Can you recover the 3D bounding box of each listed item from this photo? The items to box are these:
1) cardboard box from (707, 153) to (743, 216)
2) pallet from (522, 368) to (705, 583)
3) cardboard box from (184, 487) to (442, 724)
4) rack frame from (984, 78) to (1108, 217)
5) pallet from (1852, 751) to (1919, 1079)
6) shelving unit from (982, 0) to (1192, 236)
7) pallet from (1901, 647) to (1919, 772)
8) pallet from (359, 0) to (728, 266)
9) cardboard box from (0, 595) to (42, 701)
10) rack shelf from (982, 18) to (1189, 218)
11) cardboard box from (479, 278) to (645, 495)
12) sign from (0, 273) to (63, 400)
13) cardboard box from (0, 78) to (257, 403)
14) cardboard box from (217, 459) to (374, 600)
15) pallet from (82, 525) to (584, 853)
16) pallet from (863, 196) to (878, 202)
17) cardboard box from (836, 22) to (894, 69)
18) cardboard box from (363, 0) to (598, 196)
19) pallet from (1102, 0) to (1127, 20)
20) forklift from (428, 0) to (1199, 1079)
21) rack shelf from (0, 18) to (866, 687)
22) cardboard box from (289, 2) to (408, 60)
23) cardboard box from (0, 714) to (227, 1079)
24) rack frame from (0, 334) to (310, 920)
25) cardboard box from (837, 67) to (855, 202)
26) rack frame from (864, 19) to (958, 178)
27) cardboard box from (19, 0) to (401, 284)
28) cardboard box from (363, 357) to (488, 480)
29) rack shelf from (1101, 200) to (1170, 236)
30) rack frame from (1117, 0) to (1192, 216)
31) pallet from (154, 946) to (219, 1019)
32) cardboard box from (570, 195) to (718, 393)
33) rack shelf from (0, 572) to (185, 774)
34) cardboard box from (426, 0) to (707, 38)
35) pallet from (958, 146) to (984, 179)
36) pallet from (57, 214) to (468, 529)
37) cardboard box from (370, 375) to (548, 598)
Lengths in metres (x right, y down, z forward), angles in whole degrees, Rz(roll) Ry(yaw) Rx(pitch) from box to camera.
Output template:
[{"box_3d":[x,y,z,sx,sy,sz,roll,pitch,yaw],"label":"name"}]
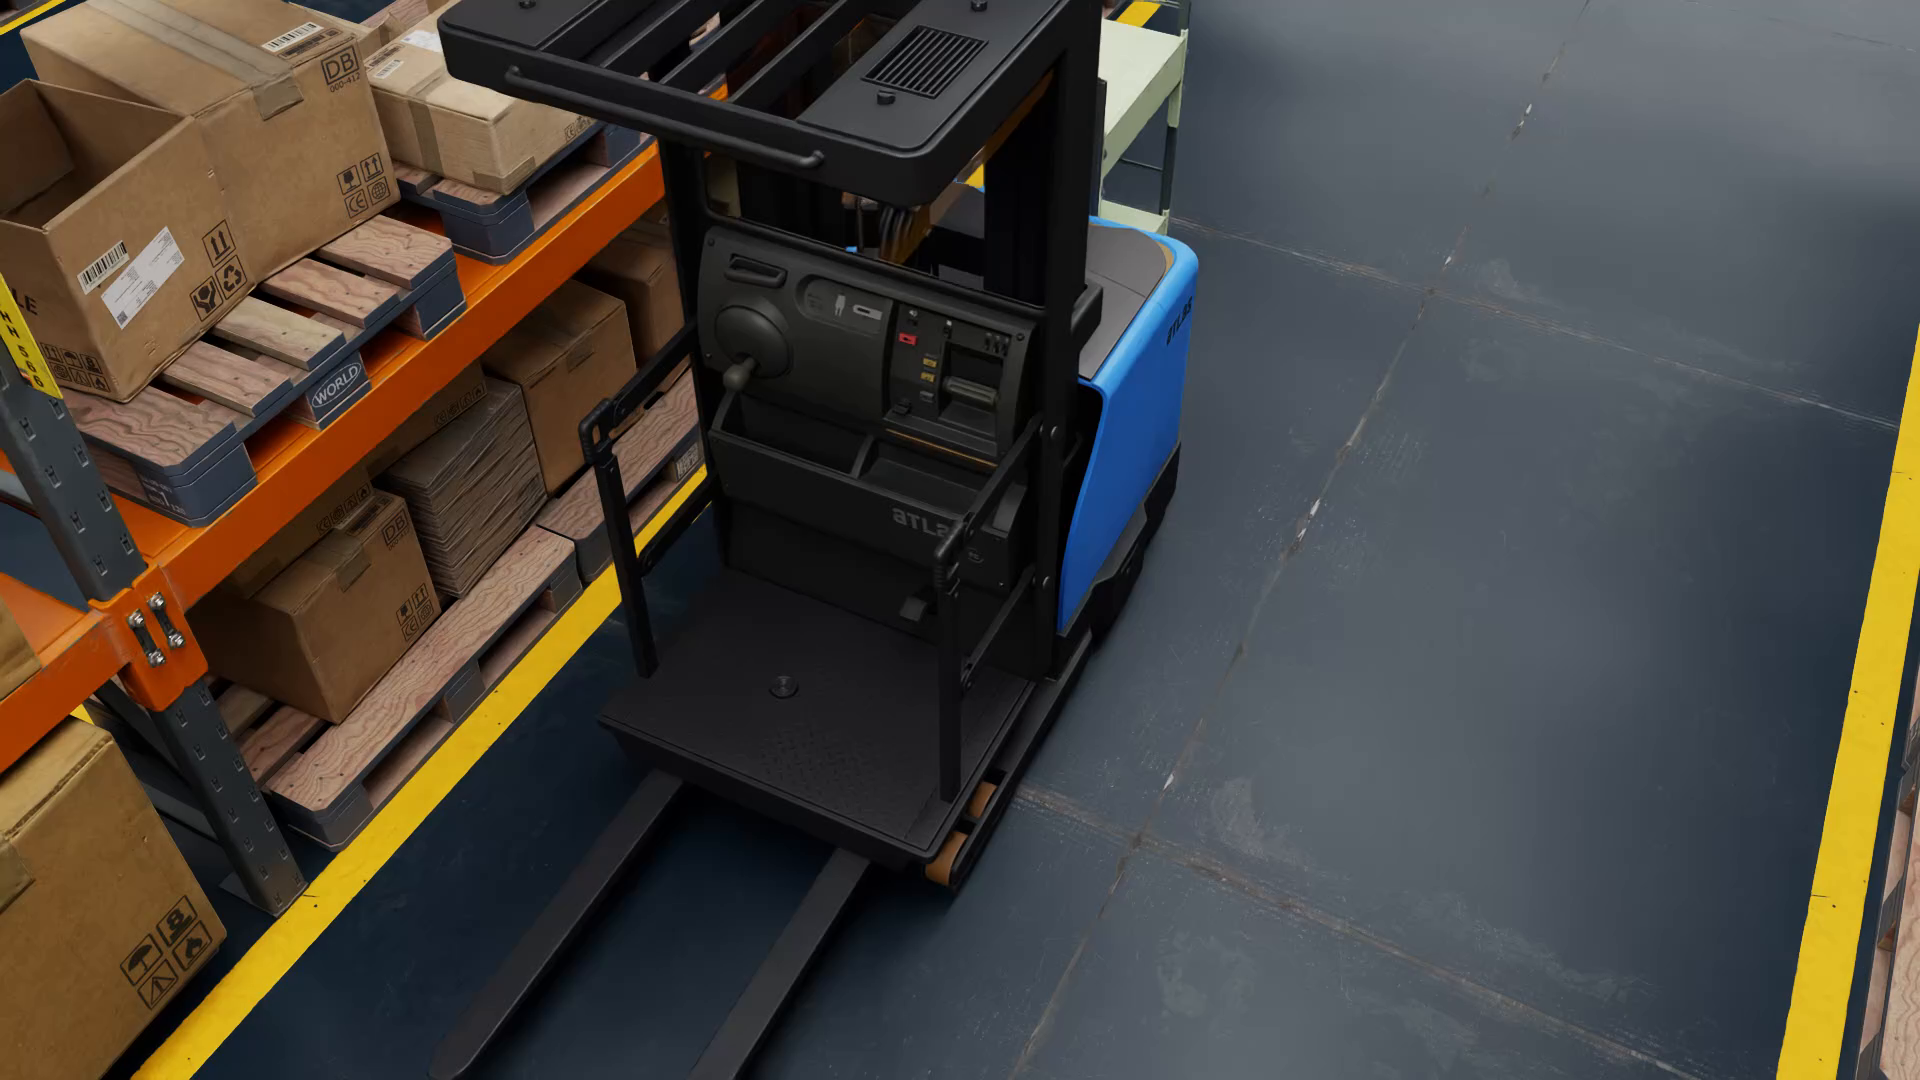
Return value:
[{"box_3d":[-1.021,-1.309,6.383,0.700,0.500,0.500,20,49,19],"label":"cardboard box"},{"box_3d":[-1.405,-0.464,6.060,1.003,0.211,1.213,20,49,19],"label":"pallet"},{"box_3d":[-2.043,0.109,4.982,0.700,0.500,0.500,18,48,17],"label":"cardboard box"},{"box_3d":[0.261,-0.914,5.599,0.400,1.500,0.023,19,48,18],"label":"rack frame"},{"box_3d":[3.012,1.188,4.428,1.003,0.211,1.213,20,49,19],"label":"pallet"},{"box_3d":[0.424,-1.147,5.829,0.431,1.500,0.755,19,48,18],"label":"shelving unit"},{"box_3d":[3.577,0.416,5.190,1.003,0.211,1.213,20,49,19],"label":"pallet"},{"box_3d":[-1.453,-1.380,5.140,1.003,0.211,1.213,20,49,19],"label":"pallet"},{"box_3d":[-2.346,0.171,3.402,0.500,0.500,0.500,22,49,20],"label":"cardboard box"},{"box_3d":[0.424,-1.421,5.551,0.431,0.370,0.720,19,48,18],"label":"rack shelf"},{"box_3d":[-1.540,-0.605,5.687,0.700,0.500,0.500,24,50,22],"label":"cardboard box"},{"box_3d":[-1.843,-0.413,3.235,0.100,0.325,0.005,20,49,19],"label":"sign"},{"box_3d":[-2.121,-0.723,3.990,0.500,0.500,0.500,15,47,14],"label":"cardboard box"},{"box_3d":[-2.052,-0.158,4.718,0.500,0.250,0.500,22,49,21],"label":"cardboard box"},{"box_3d":[-1.972,0.302,5.303,1.003,0.211,1.213,20,49,19],"label":"pallet"},{"box_3d":[-0.839,-1.236,6.823,1.003,0.211,1.213,20,49,19],"label":"pallet"},{"box_3d":[-0.258,-2.214,7.292,0.500,0.500,0.500,19,48,18],"label":"cardboard box"},{"box_3d":[-1.354,-1.262,4.698,0.500,0.250,0.500,19,48,18],"label":"cardboard box"},{"box_3d":[0.366,-2.933,8.500,1.003,0.211,1.213,20,49,19],"label":"pallet"},{"box_3d":[-0.352,-0.406,4.090,1.130,2.935,3.031,19,48,18],"label":"forklift"},{"box_3d":[-1.408,-1.194,5.327,1.077,0.370,4.000,20,49,19],"label":"rack shelf"},{"box_3d":[-1.801,-1.427,4.850,0.396,0.266,0.258,19,48,18],"label":"cardboard box"},{"box_3d":[-2.675,0.840,4.009,1.225,0.875,0.875,18,48,17],"label":"cardboard box"},{"box_3d":[-2.336,-0.187,3.826,1.000,3.000,0.127,20,49,19],"label":"rack frame"},{"box_3d":[-0.783,-1.603,6.673,0.700,0.500,0.500,17,48,16],"label":"cardboard box"},{"box_3d":[-0.479,-2.707,6.316,1.000,3.000,0.127,20,49,19],"label":"rack frame"},{"box_3d":[-1.950,-1.108,4.370,0.700,0.500,0.500,28,51,25],"label":"cardboard box"},{"box_3d":[-1.814,-0.496,5.052,0.500,0.250,0.500,26,51,23],"label":"cardboard box"},{"box_3d":[0.424,-0.918,6.061,0.431,0.370,0.720,19,48,18],"label":"rack shelf"},{"box_3d":[0.587,-1.380,6.059,0.400,1.500,0.023,19,48,18],"label":"rack frame"},{"box_3d":[-2.769,1.265,4.351,1.003,0.211,1.213,20,49,19],"label":"pallet"},{"box_3d":[-1.281,-0.956,6.034,0.700,0.500,0.500,17,48,16],"label":"cardboard box"},{"box_3d":[-3.265,1.326,2.836,1.077,0.370,4.000,20,49,19],"label":"rack shelf"},{"box_3d":[-1.202,-1.768,5.021,0.797,0.503,0.637,25,51,23],"label":"cardboard box"},{"box_3d":[-0.199,-2.161,7.738,1.003,0.211,1.213,20,49,19],"label":"pallet"},{"box_3d":[-2.100,-0.603,4.372,1.213,0.211,1.003,20,49,19],"label":"pallet"},{"box_3d":[-1.797,-0.245,5.331,0.700,0.500,0.500,17,48,16],"label":"cardboard box"}]
